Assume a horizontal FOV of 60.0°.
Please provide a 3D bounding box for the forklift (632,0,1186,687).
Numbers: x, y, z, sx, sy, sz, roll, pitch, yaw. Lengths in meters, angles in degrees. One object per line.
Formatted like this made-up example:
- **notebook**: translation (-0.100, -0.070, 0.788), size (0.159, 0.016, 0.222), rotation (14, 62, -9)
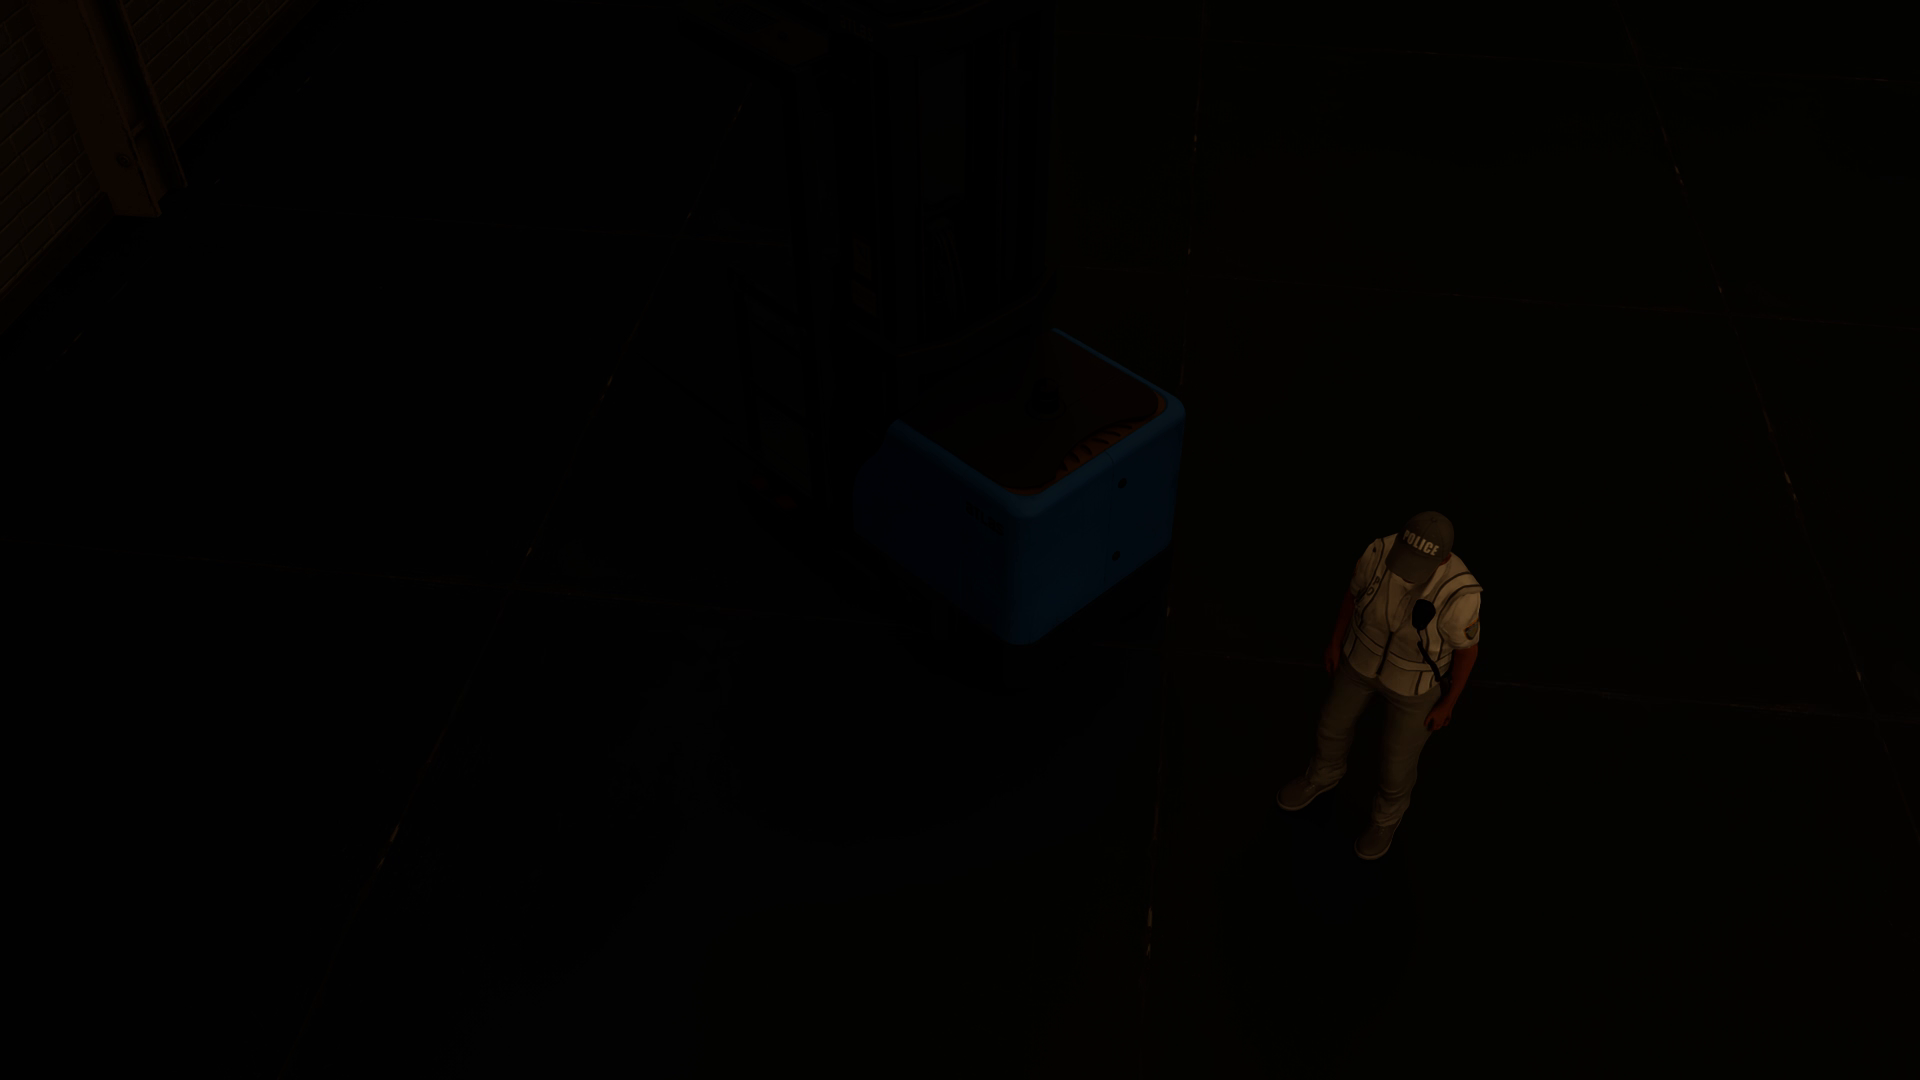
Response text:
- **forklift**: translation (-0.424, -1.352, 7.196), size (1.130, 2.935, 3.031), rotation (-33, 52, -31)

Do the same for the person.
- **person**: translation (1.593, 0.491, 6.156), size (0.559, 1.626, 0.400), rotation (31, 51, 29)
